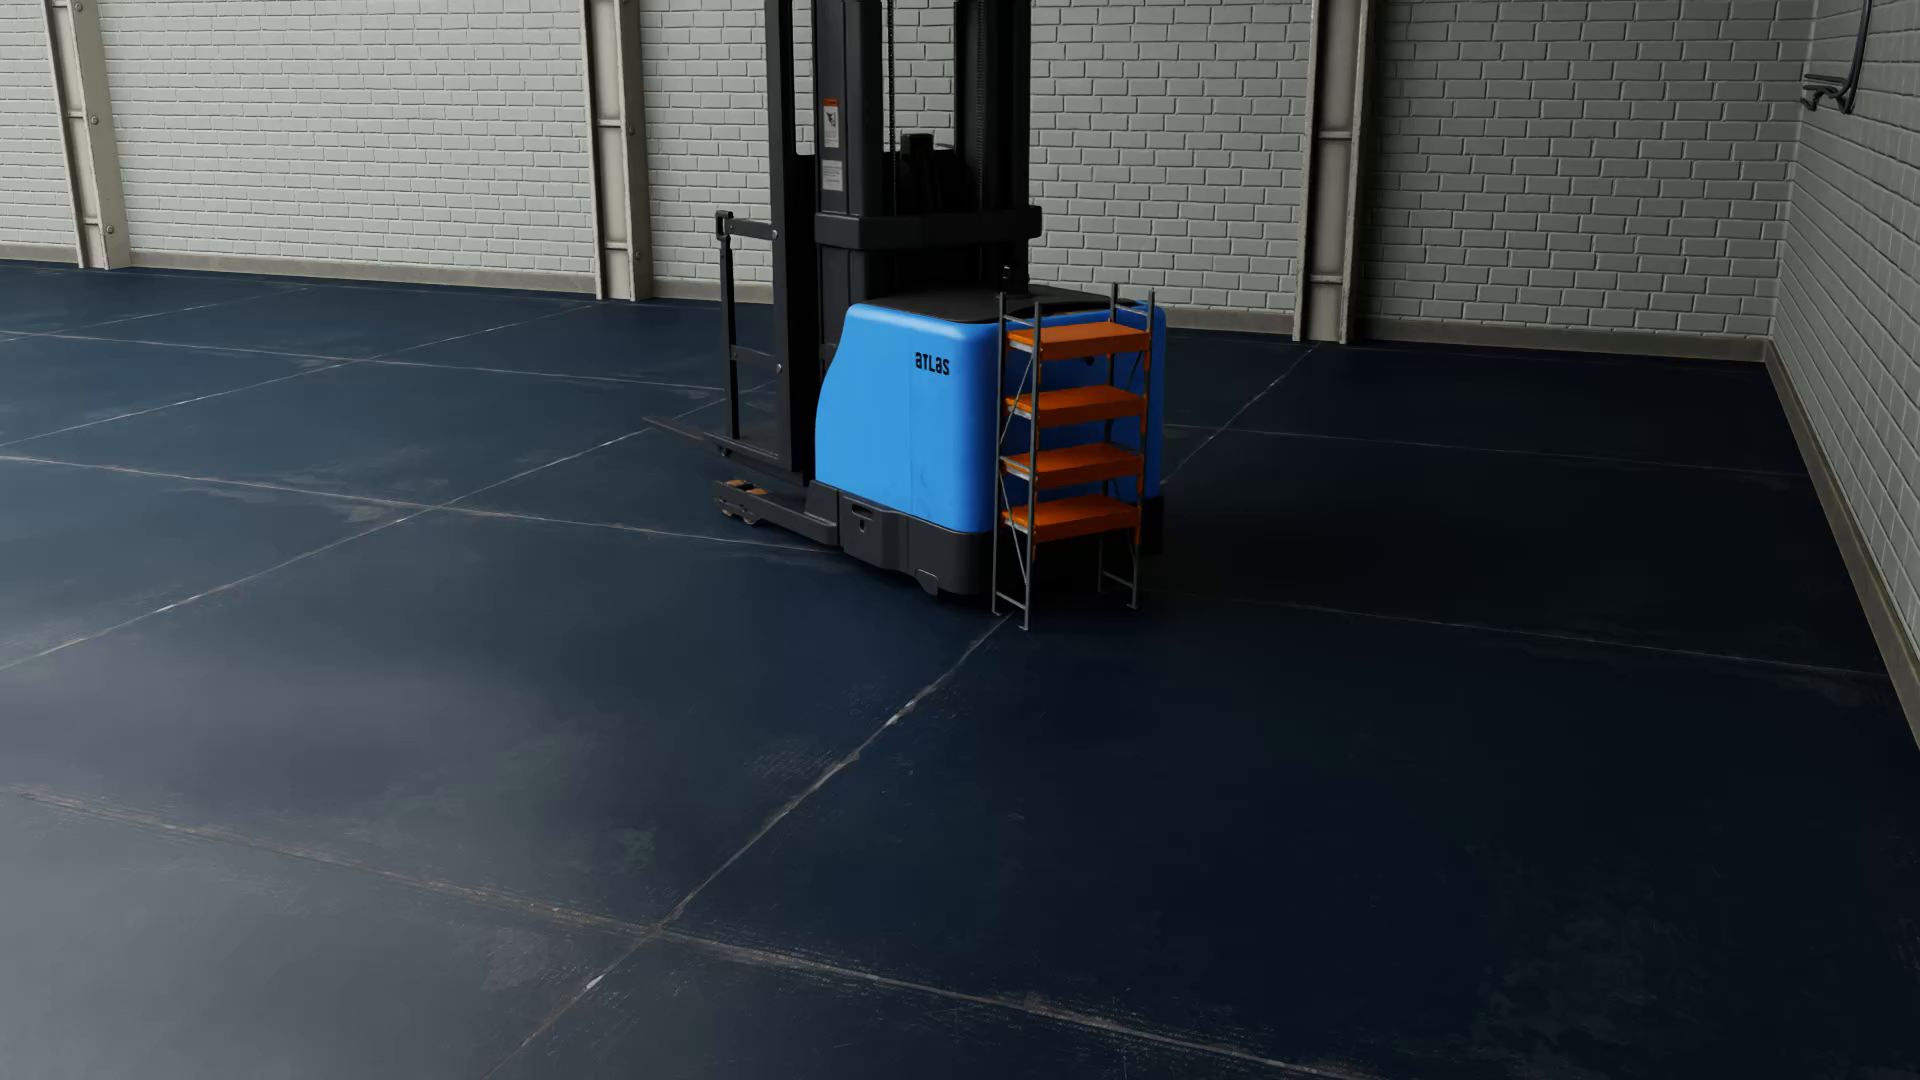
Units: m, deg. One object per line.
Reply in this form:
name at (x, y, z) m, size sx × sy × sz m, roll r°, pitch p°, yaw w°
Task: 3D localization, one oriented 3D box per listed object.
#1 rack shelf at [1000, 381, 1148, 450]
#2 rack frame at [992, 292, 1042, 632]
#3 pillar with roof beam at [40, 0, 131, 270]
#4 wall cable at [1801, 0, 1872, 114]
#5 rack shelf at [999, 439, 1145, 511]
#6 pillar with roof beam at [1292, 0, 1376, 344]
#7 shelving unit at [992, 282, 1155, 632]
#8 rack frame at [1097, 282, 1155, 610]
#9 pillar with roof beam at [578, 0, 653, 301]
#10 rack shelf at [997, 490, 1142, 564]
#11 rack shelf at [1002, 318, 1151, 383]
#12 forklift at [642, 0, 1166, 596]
rack shelf at (0.409, -0.455, 6.010) m, size 0.480 × 0.148 × 0.258 m, roll -10°, pitch 21°, yaw -30°
rack frame at (0.199, -0.270, 5.935) m, size 0.015 × 1.200 × 0.240 m, roll -10°, pitch 21°, yaw -30°
pillar with roof beam at (-10.059, -5.918, 11.418) m, size 0.400 × 9.000 × 9.100 m, roll 6°, pitch 17°, yaw 21°
wall cable at (4.939, -3.671, 9.249) m, size 0.112 × 2.526 × 3.097 m, roll 6°, pitch 17°, yaw 21°
rack shelf at (0.405, -0.242, 6.079) m, size 0.480 × 0.148 × 0.258 m, roll -10°, pitch 21°, yaw -30°
pillar with roof beam at (1.105, -4.690, 7.189) m, size 0.400 × 9.000 × 9.100 m, roll 6°, pitch 17°, yaw 21°
shelving unit at (0.406, -0.306, 6.058) m, size 0.503 × 1.200 × 0.258 m, roll -10°, pitch 21°, yaw -30°
rack frame at (0.613, -0.342, 6.181) m, size 0.015 × 1.200 × 0.240 m, roll -10°, pitch 21°, yaw -30°
pillar with roof beam at (-4.477, -5.304, 9.304) m, size 0.400 × 9.000 × 9.100 m, roll 6°, pitch 17°, yaw 21°
rack shelf at (0.401, -0.053, 6.140) m, size 0.480 × 0.148 × 0.258 m, roll -10°, pitch 21°, yaw -30°
rack shelf at (0.413, -0.680, 5.937) m, size 0.480 × 0.148 × 0.258 m, roll -10°, pitch 21°, yaw -30°
forklift at (-0.463, -1.544, 7.235) m, size 1.130 × 2.935 × 3.031 m, roll -12°, pitch 20°, yaw -35°
